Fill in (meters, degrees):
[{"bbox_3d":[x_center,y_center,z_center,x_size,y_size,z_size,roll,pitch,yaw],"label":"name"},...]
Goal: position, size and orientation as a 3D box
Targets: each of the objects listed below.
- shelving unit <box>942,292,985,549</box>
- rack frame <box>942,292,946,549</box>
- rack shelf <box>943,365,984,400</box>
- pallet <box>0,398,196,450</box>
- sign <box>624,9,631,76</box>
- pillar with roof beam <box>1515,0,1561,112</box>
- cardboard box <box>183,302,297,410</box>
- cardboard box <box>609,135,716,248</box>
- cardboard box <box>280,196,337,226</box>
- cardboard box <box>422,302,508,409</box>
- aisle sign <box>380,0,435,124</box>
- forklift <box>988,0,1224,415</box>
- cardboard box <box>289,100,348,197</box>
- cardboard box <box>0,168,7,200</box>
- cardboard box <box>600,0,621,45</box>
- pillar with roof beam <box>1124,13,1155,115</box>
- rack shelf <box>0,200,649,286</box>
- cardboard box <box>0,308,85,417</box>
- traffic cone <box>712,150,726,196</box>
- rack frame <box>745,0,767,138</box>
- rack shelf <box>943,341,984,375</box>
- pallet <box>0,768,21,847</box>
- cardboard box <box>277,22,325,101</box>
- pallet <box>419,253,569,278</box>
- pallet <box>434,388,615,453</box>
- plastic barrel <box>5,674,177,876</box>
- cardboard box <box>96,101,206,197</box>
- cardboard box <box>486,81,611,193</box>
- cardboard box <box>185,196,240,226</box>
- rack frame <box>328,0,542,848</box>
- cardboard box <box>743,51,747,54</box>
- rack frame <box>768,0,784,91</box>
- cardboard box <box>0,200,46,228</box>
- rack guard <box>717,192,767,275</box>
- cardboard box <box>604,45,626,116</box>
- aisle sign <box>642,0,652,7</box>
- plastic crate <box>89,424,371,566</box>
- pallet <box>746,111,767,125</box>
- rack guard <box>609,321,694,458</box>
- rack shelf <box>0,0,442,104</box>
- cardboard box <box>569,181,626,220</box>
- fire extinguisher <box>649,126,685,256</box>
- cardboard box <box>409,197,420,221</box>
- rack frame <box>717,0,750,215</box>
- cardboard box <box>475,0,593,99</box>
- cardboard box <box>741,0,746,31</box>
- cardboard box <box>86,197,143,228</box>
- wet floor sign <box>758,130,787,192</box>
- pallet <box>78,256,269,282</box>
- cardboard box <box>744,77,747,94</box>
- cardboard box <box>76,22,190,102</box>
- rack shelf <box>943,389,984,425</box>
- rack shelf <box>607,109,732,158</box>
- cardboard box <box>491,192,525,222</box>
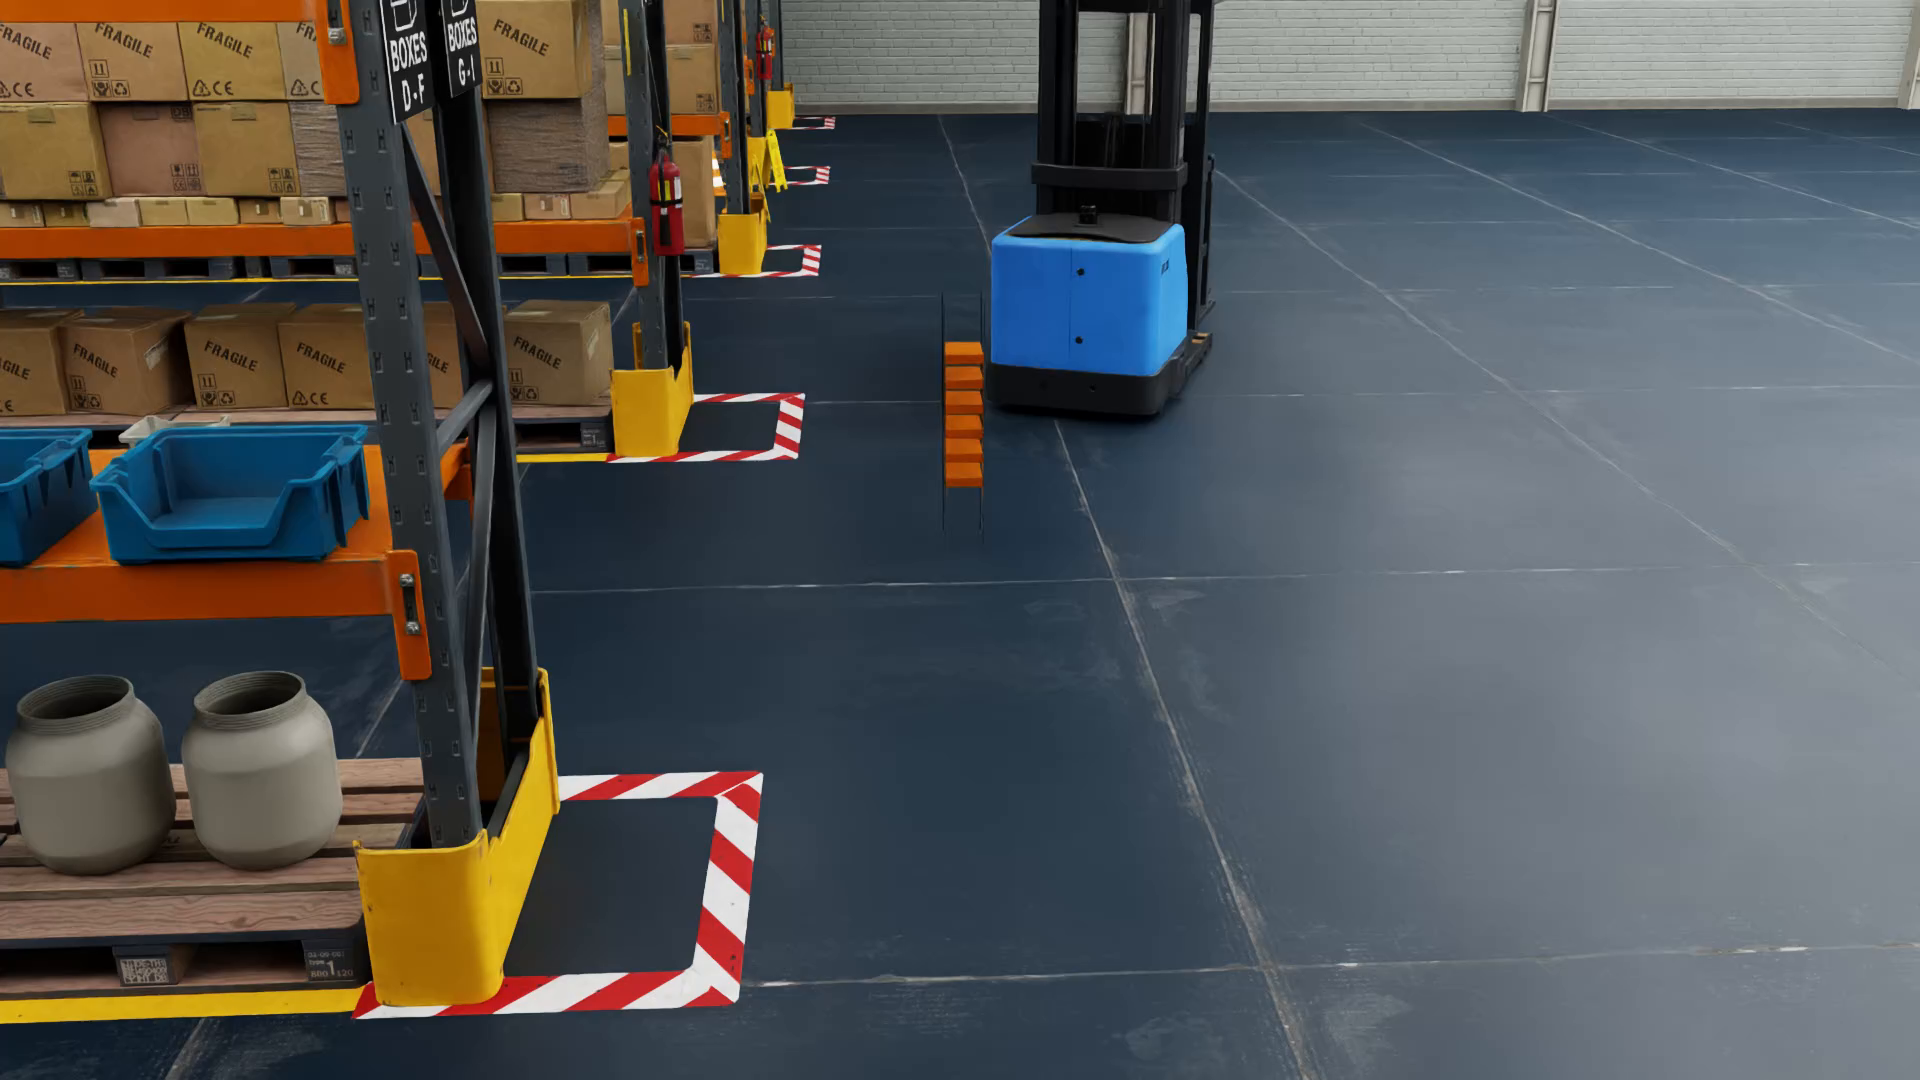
[{"bbox_3d":[0.014,-0.561,7.908,0.189,1.200,0.258,-1,21,-3],"label":"shelving unit"},{"bbox_3d":[-0.077,-0.559,7.903,0.006,1.200,0.240,-1,21,-3],"label":"rack frame"},{"bbox_3d":[0.014,-0.744,7.839,0.180,0.103,0.258,-1,21,-3],"label":"rack shelf"},{"bbox_3d":[-5.052,-0.718,9.711,1.213,0.211,1.003,-1,21,-3],"label":"pallet"},{"bbox_3d":[-1.716,-2.568,8.579,0.005,0.325,0.100,-1,21,-3],"label":"sign"},{"bbox_3d":[8.900,-9.184,19.597,0.400,9.000,9.100,-1,21,-3],"label":"pillar with roof beam"},{"bbox_3d":[-4.132,-1.072,9.644,0.500,0.500,0.500,-3,21,-8],"label":"cardboard box"},{"bbox_3d":[-2.583,-3.007,14.198,0.875,0.875,0.875,-1,21,-3],"label":"cardboard box"},{"bbox_3d":[-3.492,-1.812,9.019,0.250,0.149,0.380,-1,21,-3],"label":"cardboard box"},{"bbox_3d":[-2.946,-1.074,9.648,0.500,0.500,0.500,4,21,11],"label":"cardboard box"},{"bbox_3d":[-1.356,-1.428,4.003,0.004,0.787,0.394,-1,21,-3],"label":"aisle sign"},{"bbox_3d":[1.106,-2.600,10.831,1.130,2.935,3.031,6,22,17],"label":"forklift"},{"bbox_3d":[-3.272,-2.213,9.160,0.500,0.500,0.875,-1,21,-3],"label":"cardboard box"},{"bbox_3d":[-5.268,-2.168,9.042,0.500,0.500,0.875,-1,21,-3],"label":"cardboard box"},{"bbox_3d":[-2.826,-4.378,13.675,0.550,0.550,0.875,-1,21,-3],"label":"cardboard box"},{"bbox_3d":[2.909,-9.062,19.277,0.400,9.000,9.100,-1,21,-3],"label":"pillar with roof beam"},{"bbox_3d":[-3.724,-1.700,9.381,4.000,0.370,1.077,-1,21,-3],"label":"rack shelf"},{"bbox_3d":[-5.319,-1.017,9.500,0.500,0.500,0.500,-2,21,-5],"label":"cardboard box"},{"bbox_3d":[-2.649,-3.944,17.831,0.334,0.463,0.336,-1,21,-3],"label":"traffic cone"},{"bbox_3d":[-2.293,-5.597,18.606,0.127,3.000,1.000,-1,21,-3],"label":"rack frame"},{"bbox_3d":[0.014,-0.856,7.796,0.180,0.103,0.258,-1,21,-3],"label":"rack shelf"},{"bbox_3d":[-3.544,1.043,5.086,1.213,0.211,1.003,-1,21,-3],"label":"pallet"},{"bbox_3d":[-3.260,-2.609,8.795,0.500,0.500,0.500,-1,21,-3],"label":"cardboard box"},{"bbox_3d":[-3.918,-2.470,14.311,1.213,0.211,1.003,-1,21,-3],"label":"pallet"},{"bbox_3d":[-2.616,-0.768,9.841,1.213,0.211,1.003,-1,21,-3],"label":"pallet"},{"bbox_3d":[-2.598,0.700,4.973,0.421,0.512,0.421,0,21,0],"label":"plastic barrel"},{"bbox_3d":[-4.273,-2.212,9.156,0.500,0.500,0.875,-1,21,-3],"label":"cardboard box"},{"bbox_3d":[-2.278,-2.261,9.285,0.500,0.500,0.875,-1,21,-3],"label":"cardboard box"},{"bbox_3d":[-3.992,-1.811,9.014,0.250,0.149,0.380,-1,21,-3],"label":"cardboard box"},{"bbox_3d":[-1.444,-0.317,4.738,0.127,3.000,1.000,-1,21,-3],"label":"rack frame"},{"bbox_3d":[-3.071,-6.796,23.625,0.500,0.250,0.500,-1,21,-4],"label":"cardboard box"},{"bbox_3d":[-2.580,-7.360,23.237,0.127,3.000,1.000,-1,21,-3],"label":"rack frame"},{"bbox_3d":[-4.991,-1.791,8.962,0.250,0.149,0.380,-1,21,-3],"label":"cardboard box"},{"bbox_3d":[-1.885,-2.673,14.439,0.348,0.500,1.175,-1,21,-3],"label":"rack guard"},{"bbox_3d":[-2.825,-3.868,13.854,0.550,0.550,0.875,-1,21,-3],"label":"cardboard box"},{"bbox_3d":[-1.648,-3.186,8.621,0.004,0.787,0.394,-1,21,-3],"label":"aisle sign"},{"bbox_3d":[-1.927,-0.131,4.459,0.616,0.251,0.499,-1,21,-3],"label":"plastic crate"},{"bbox_3d":[-3.341,-6.027,23.653,1.213,0.211,1.003,-1,21,-3],"label":"pallet"},{"bbox_3d":[-1.803,-0.907,9.800,0.348,0.500,1.175,-1,21,-3],"label":"rack guard"},{"bbox_3d":[-3.441,-1.342,4.226,4.000,0.370,1.077,-1,21,-3],"label":"rack shelf"},{"bbox_3d":[-2.000,-1.880,9.197,0.250,0.149,0.380,-1,21,-3],"label":"cardboard box"},{"bbox_3d":[-1.587,-1.879,8.950,0.183,0.674,0.296,-1,21,-3],"label":"fire extinguisher"},{"bbox_3d":[-2.999,-1.862,9.149,0.250,0.149,0.380,-1,21,-3],"label":"cardboard box"},{"bbox_3d":[-1.909,-3.841,13.993,0.127,3.000,1.000,-1,21,-3],"label":"rack frame"},{"bbox_3d":[-2.262,-2.631,8.851,0.500,0.500,0.500,-1,21,-3],"label":"cardboard box"},{"bbox_3d":[-3.056,-7.304,22.948,0.500,0.500,0.500,-2,21,-4],"label":"cardboard box"},{"bbox_3d":[-4.490,-1.790,8.959,0.250,0.149,0.380,-1,21,-3],"label":"cardboard box"},{"bbox_3d":[-2.042,-4.120,18.037,0.232,0.644,0.267,6,22,16],"label":"wet floor sign"},{"bbox_3d":[-6.669,-2.414,14.164,1.213,0.211,1.003,-1,21,-3],"label":"pallet"},{"bbox_3d":[-3.048,-6.384,23.245,0.500,0.250,0.500,-1,21,-4],"label":"cardboard box"},{"bbox_3d":[-4.259,-2.588,8.739,0.500,0.500,0.500,-1,21,-3],"label":"cardboard box"},{"bbox_3d":[0.014,-0.632,7.881,0.180,0.103,0.258,-1,21,-3],"label":"rack shelf"},{"bbox_3d":[-3.906,-3.464,14.014,4.000,0.370,1.077,-1,21,-3],"label":"rack shelf"},{"bbox_3d":[-2.496,-1.852,9.122,0.250,0.149,0.380,-1,21,-3],"label":"cardboard box"}]
